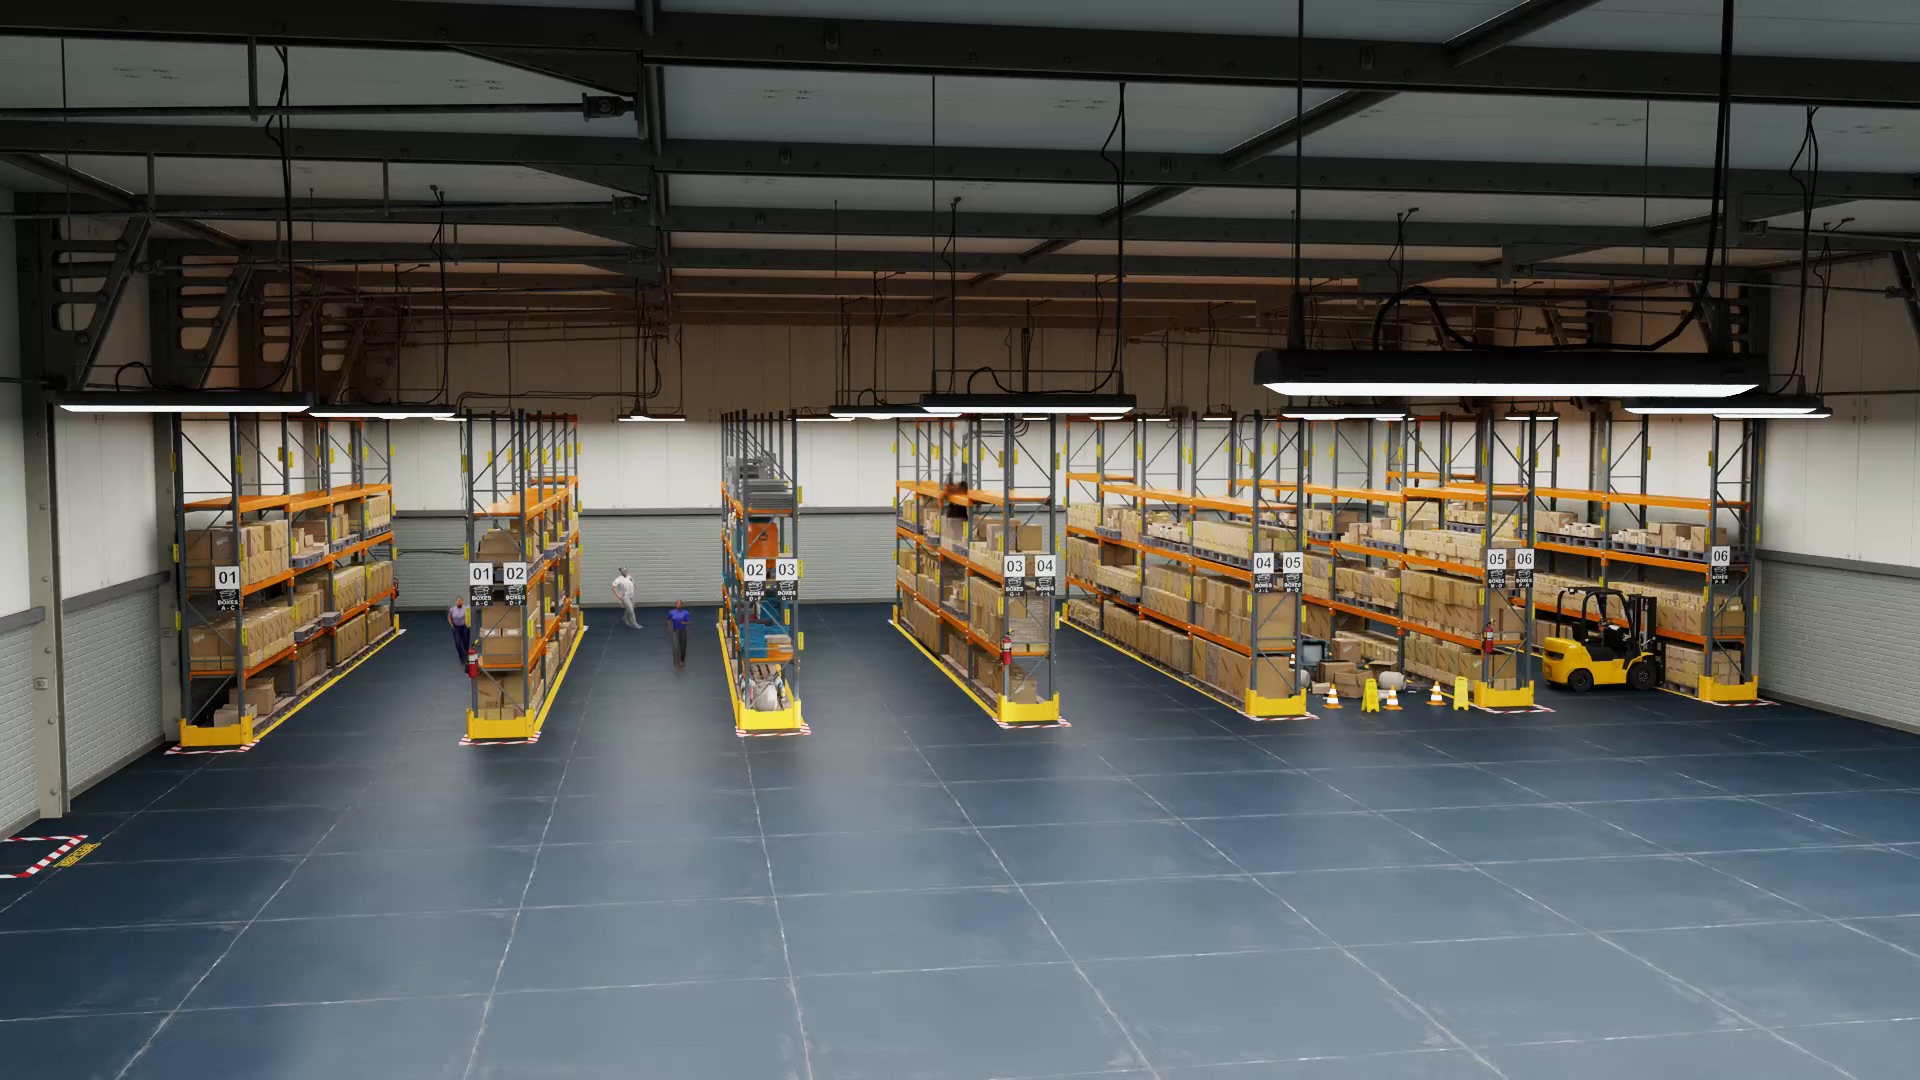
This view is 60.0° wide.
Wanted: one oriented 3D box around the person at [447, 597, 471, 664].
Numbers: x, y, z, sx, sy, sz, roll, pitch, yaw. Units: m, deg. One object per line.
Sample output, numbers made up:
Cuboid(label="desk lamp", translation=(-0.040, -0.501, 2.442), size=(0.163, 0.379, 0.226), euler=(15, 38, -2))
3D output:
Cuboid(label="person", translation=(-11.969, 2.155, 39.866), size=(0.624, 1.613, 0.566), euler=(-1, 4, -11))

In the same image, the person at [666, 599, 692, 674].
Cuboid(label="person", translation=(-6.483, 2.197, 38.397), size=(0.569, 1.661, 0.906), euler=(-1, 4, -13))

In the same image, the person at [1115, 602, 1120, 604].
Cuboid(label="person", translation=(4.934, 1.369, 50.235), size=(0.972, 1.629, 0.647), euler=(-1, 4, -8))

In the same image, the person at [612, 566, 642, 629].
Cuboid(label="person", translation=(-9.337, 1.592, 46.506), size=(0.905, 1.740, 0.731), euler=(3, 5, 40))
